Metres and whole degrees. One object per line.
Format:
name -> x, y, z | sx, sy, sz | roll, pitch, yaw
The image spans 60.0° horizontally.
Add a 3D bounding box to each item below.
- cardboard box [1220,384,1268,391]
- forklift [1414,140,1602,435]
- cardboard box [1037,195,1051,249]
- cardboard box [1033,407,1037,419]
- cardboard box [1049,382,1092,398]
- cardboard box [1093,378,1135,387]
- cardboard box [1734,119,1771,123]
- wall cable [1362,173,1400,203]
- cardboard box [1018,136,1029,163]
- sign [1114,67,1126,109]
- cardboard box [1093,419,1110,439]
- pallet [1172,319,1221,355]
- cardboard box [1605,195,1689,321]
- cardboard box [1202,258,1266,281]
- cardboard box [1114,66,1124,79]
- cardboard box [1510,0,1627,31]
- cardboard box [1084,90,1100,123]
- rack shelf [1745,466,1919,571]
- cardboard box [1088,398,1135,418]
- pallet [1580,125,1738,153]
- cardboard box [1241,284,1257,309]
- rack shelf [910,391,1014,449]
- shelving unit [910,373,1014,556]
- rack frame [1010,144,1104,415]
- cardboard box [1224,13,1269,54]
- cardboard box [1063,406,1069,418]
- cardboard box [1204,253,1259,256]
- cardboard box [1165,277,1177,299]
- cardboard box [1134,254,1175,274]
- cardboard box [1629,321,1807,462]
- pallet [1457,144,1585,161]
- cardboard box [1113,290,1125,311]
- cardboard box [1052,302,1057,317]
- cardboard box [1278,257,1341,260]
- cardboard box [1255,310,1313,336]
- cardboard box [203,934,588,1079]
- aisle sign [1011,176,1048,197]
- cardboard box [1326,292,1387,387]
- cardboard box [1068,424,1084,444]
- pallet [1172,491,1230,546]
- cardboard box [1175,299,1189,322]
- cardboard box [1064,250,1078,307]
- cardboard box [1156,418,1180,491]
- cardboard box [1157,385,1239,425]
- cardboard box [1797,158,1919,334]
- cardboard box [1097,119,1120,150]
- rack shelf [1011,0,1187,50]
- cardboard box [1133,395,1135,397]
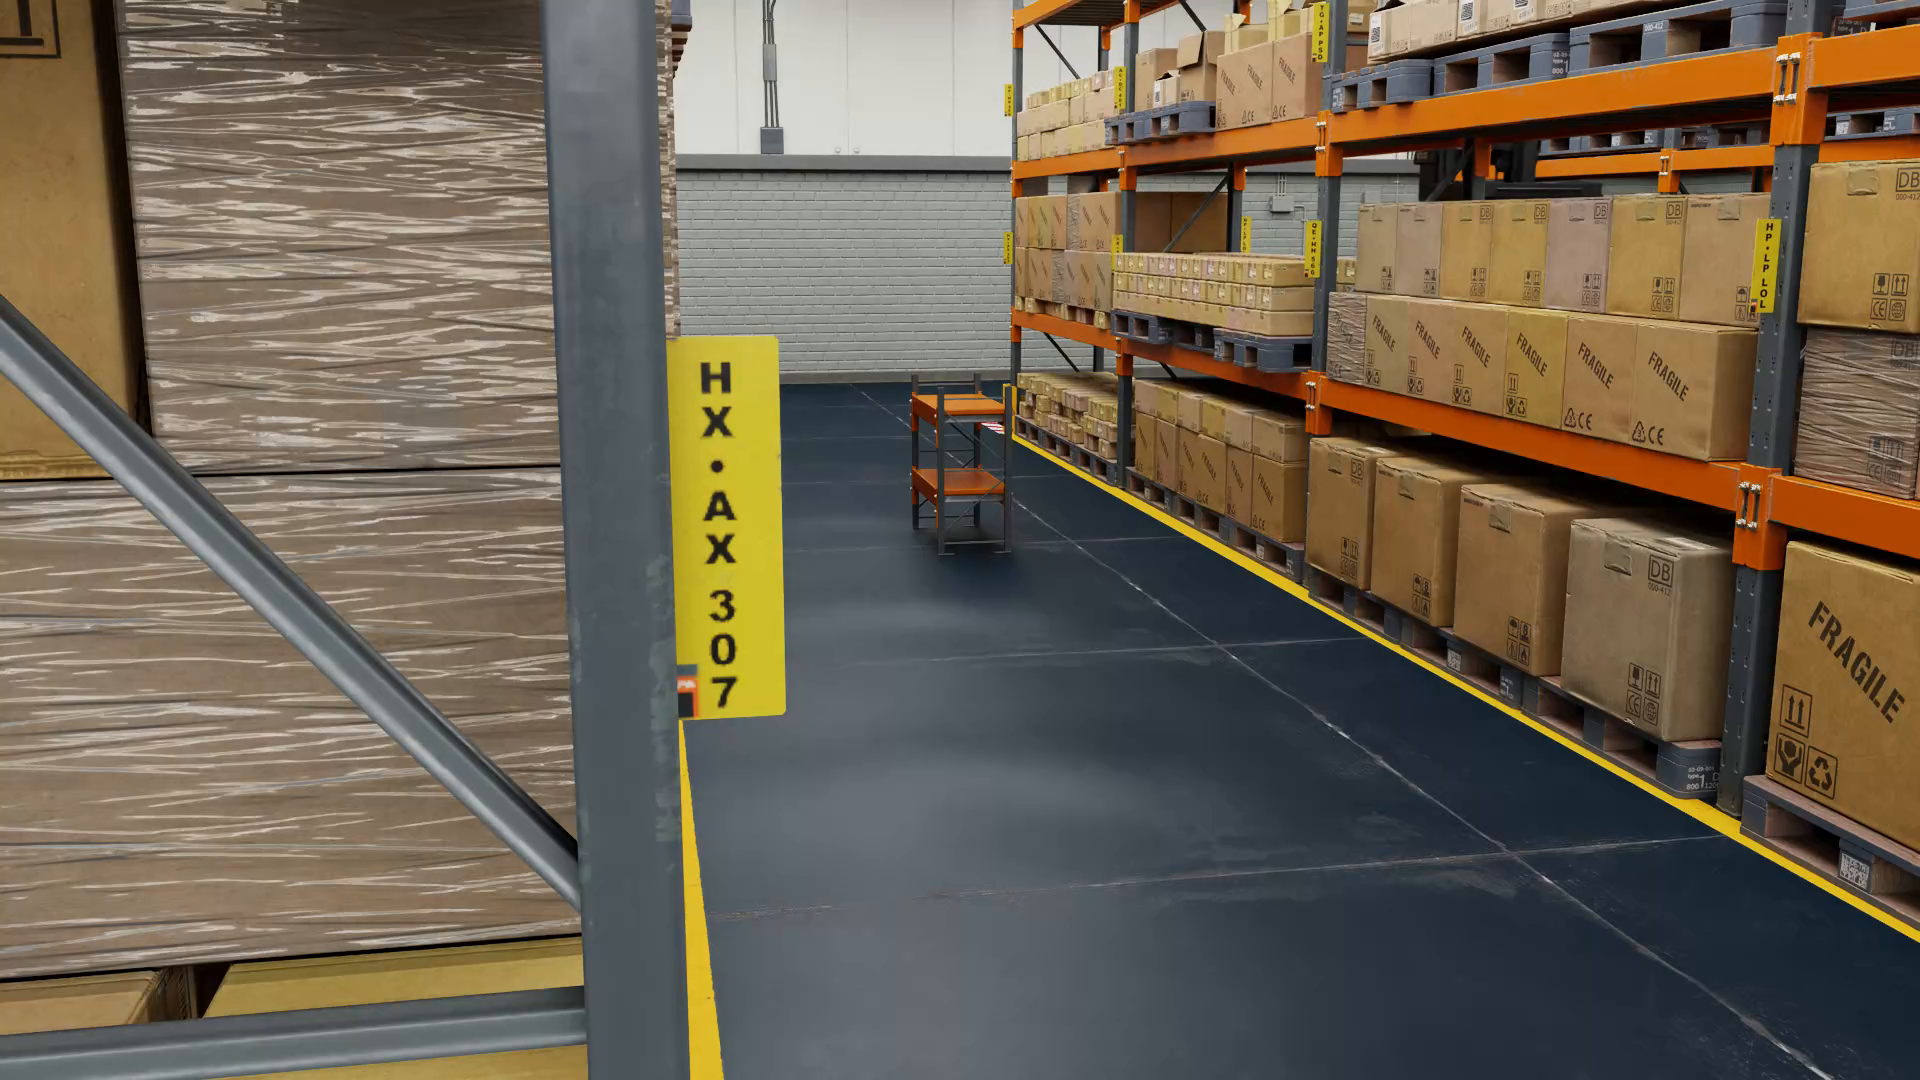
cardboard box -> 2.299, -1.050, 12.747 | 0.500, 0.250, 0.500 | -2, 11, -8
forklift -> 4.300, -1.781, 13.216 | 1.130, 2.935, 3.031 | -2, 11, -10
cardboard box -> 1.052, -3.065, 16.040 | 0.500, 0.500, 0.500 | -2, 11, -12
cardboard box -> 0.960, -1.312, 17.069 | 0.380, 0.149, 0.250 | -2, 11, -11
cardboard box -> 1.079, -1.458, 16.244 | 0.380, 0.149, 0.250 | -2, 11, -9
cardboard box -> 1.548, -1.528, 16.614 | 0.380, 0.149, 0.250 | -3, 11, -13
cardboard box -> 6.542, -3.681, 13.599 | 0.500, 0.500, 0.500 | -2, 11, -12
wall cable -> 6.146, -4.444, 24.303 | 0.588, 1.984, 0.122 | -2, 11, -11
cardboard box -> 0.877, -3.967, 16.896 | 0.500, 0.250, 0.500 | -2, 11, -9
sign -> 1.288, -3.632, 13.350 | 0.100, 0.325, 0.005 | -2, 11, -11
cardboard box -> 1.381, -0.973, 14.490 | 0.380, 0.149, 0.250 | -3, 11, -14
pallet -> 2.172, -1.459, 11.853 | 1.003, 0.211, 1.213 | -2, 11, -11
cardboard box -> 3.171, -1.183, 6.951 | 0.700, 0.500, 0.500 | -2, 11, -12
cardboard box -> 1.858, -1.828, 11.233 | 0.380, 0.149, 0.250 | -2, 11, -11
cardboard box -> 1.490, -3.814, 13.688 | 0.380, 0.149, 0.250 | -3, 11, -14
cardboard box -> 2.818, -2.457, 7.407 | 0.500, 0.311, 0.500 | -3, 11, -13
cardboard box -> 1.390, -3.742, 14.376 | 0.500, 0.250, 0.500 | -3, 11, -13
rack shelf -> 3.764, 0.262, 4.221 | 1.077, 0.370, 4.000 | -2, 11, -11
cardboard box -> 1.350, -1.170, 14.732 | 0.380, 0.149, 0.250 | -2, 11, -12
pallet -> 6.506, -3.704, 15.351 | 1.003, 0.211, 1.213 | -2, 11, -11
cardboard box -> 2.001, -1.544, 10.538 | 0.380, 0.149, 0.250 | -2, 11, -9
rack shelf -> -0.001, -0.841, 11.543 | 0.538, 0.278, 1.000 | -2, 11, -11
shelving unit -> -0.001, -0.554, 11.598 | 0.538, 1.125, 1.048 | -2, 11, -11
rack frame -> 1.041, -2.659, 17.644 | 1.000, 3.000, 0.127 | -2, 11, -11
cardboard box -> 1.993, -3.390, 11.149 | 0.396, 0.266, 0.258 | -2, 11, -11
cardboard box -> 1.205, -1.267, 16.037 | 0.380, 0.149, 0.250 | -2, 11, -8
cardboard box -> 2.142, -2.185, 13.110 | 0.380, 0.149, 0.250 | -2, 11, -13
cardboard box -> 1.704, -1.825, 12.015 | 0.380, 0.149, 0.250 | -2, 11, -12
cardboard box -> 1.552, -2.113, 12.736 | 0.380, 0.149, 0.250 | -2, 11, -11
cardboard box -> 3.011, -0.593, 6.523 | 0.500, 0.500, 0.500 | -2, 11, -11
pallet -> 6.031, -4.152, 17.702 | 1.003, 0.211, 1.213 | -2, 11, -11
cardboard box -> 1.444, -1.919, 13.306 | 0.380, 0.149, 0.250 | -3, 11, -14
cardboard box -> 1.106, -2.228, 16.053 | 0.380, 0.149, 0.250 | -2, 11, -12
cardboard box -> 2.440, -1.900, 11.612 | 0.380, 0.149, 0.250 | -2, 11, -9
cardboard box -> 2.050, -1.348, 10.307 | 0.380, 0.149, 0.250 | -2, 11, -10
cardboard box -> -0.554, 0.500, 1.720 | 0.380, 0.149, 0.250 | -2, 11, -11
aisle sign -> 0.732, -3.939, 17.414 | 0.394, 0.787, 0.004 | -2, 11, -11
cardboard box -> 2.419, -1.149, 9.442 | 0.500, 0.500, 0.500 | -2, 11, -10
cardboard box -> 1.207, -0.980, 15.327 | 0.380, 0.149, 0.250 | -2, 11, -11
pallet -> 2.212, -0.189, 12.122 | 1.003, 0.211, 1.213 | -2, 11, -11
cardboard box -> 1.749, -1.634, 11.806 | 0.380, 0.149, 0.250 | -3, 11, -14
cardboard box -> 1.252, -2.386, 15.145 | 0.500, 0.500, 0.500 | -2, 11, -11
cardboard box -> 1.807, -0.662, 12.712 | 0.500, 0.500, 0.500 | -2, 11, -8
cardboard box -> 1.809, -1.029, 12.639 | 0.500, 0.250, 0.500 | -2, 11, -9
cardboard box -> 3.413, -0.993, 5.604 | 0.875, 0.550, 0.550 | -2, 11, -11
cardboard box -> 1.459, -3.405, 13.945 | 0.500, 0.250, 0.500 | -2, 11, -10
rack shelf -> 1.430, -4.884, 15.223 | 1.077, 0.370, 4.000 | -2, 11, -11
cardboard box -> 1.789, -1.238, 15.091 | 0.380, 0.149, 0.250 | -2, 11, -12
